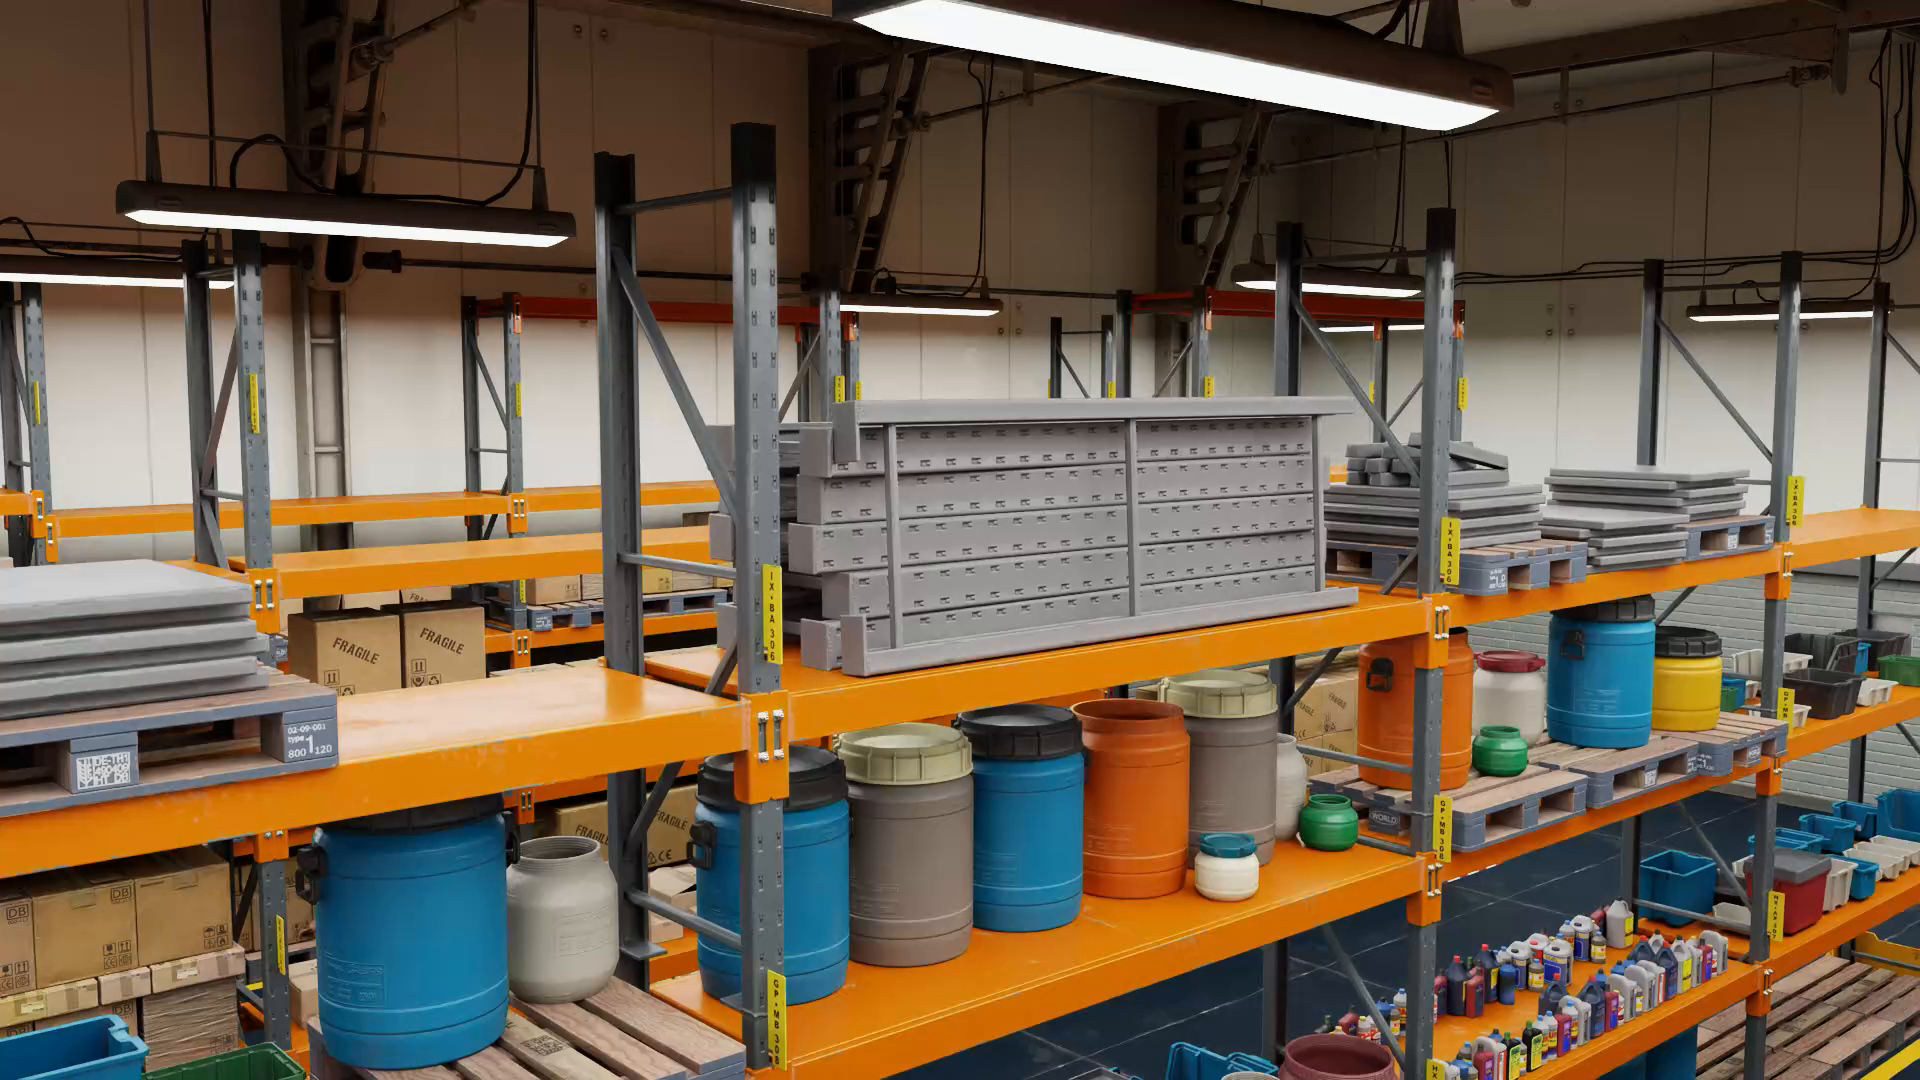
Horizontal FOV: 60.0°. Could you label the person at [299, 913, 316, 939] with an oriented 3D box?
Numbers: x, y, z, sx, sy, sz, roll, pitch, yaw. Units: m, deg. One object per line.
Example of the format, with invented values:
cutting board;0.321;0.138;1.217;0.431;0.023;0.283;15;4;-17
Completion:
person;-4.531;3.166;12.238;0.607;1.628;0.936;4;7;35
